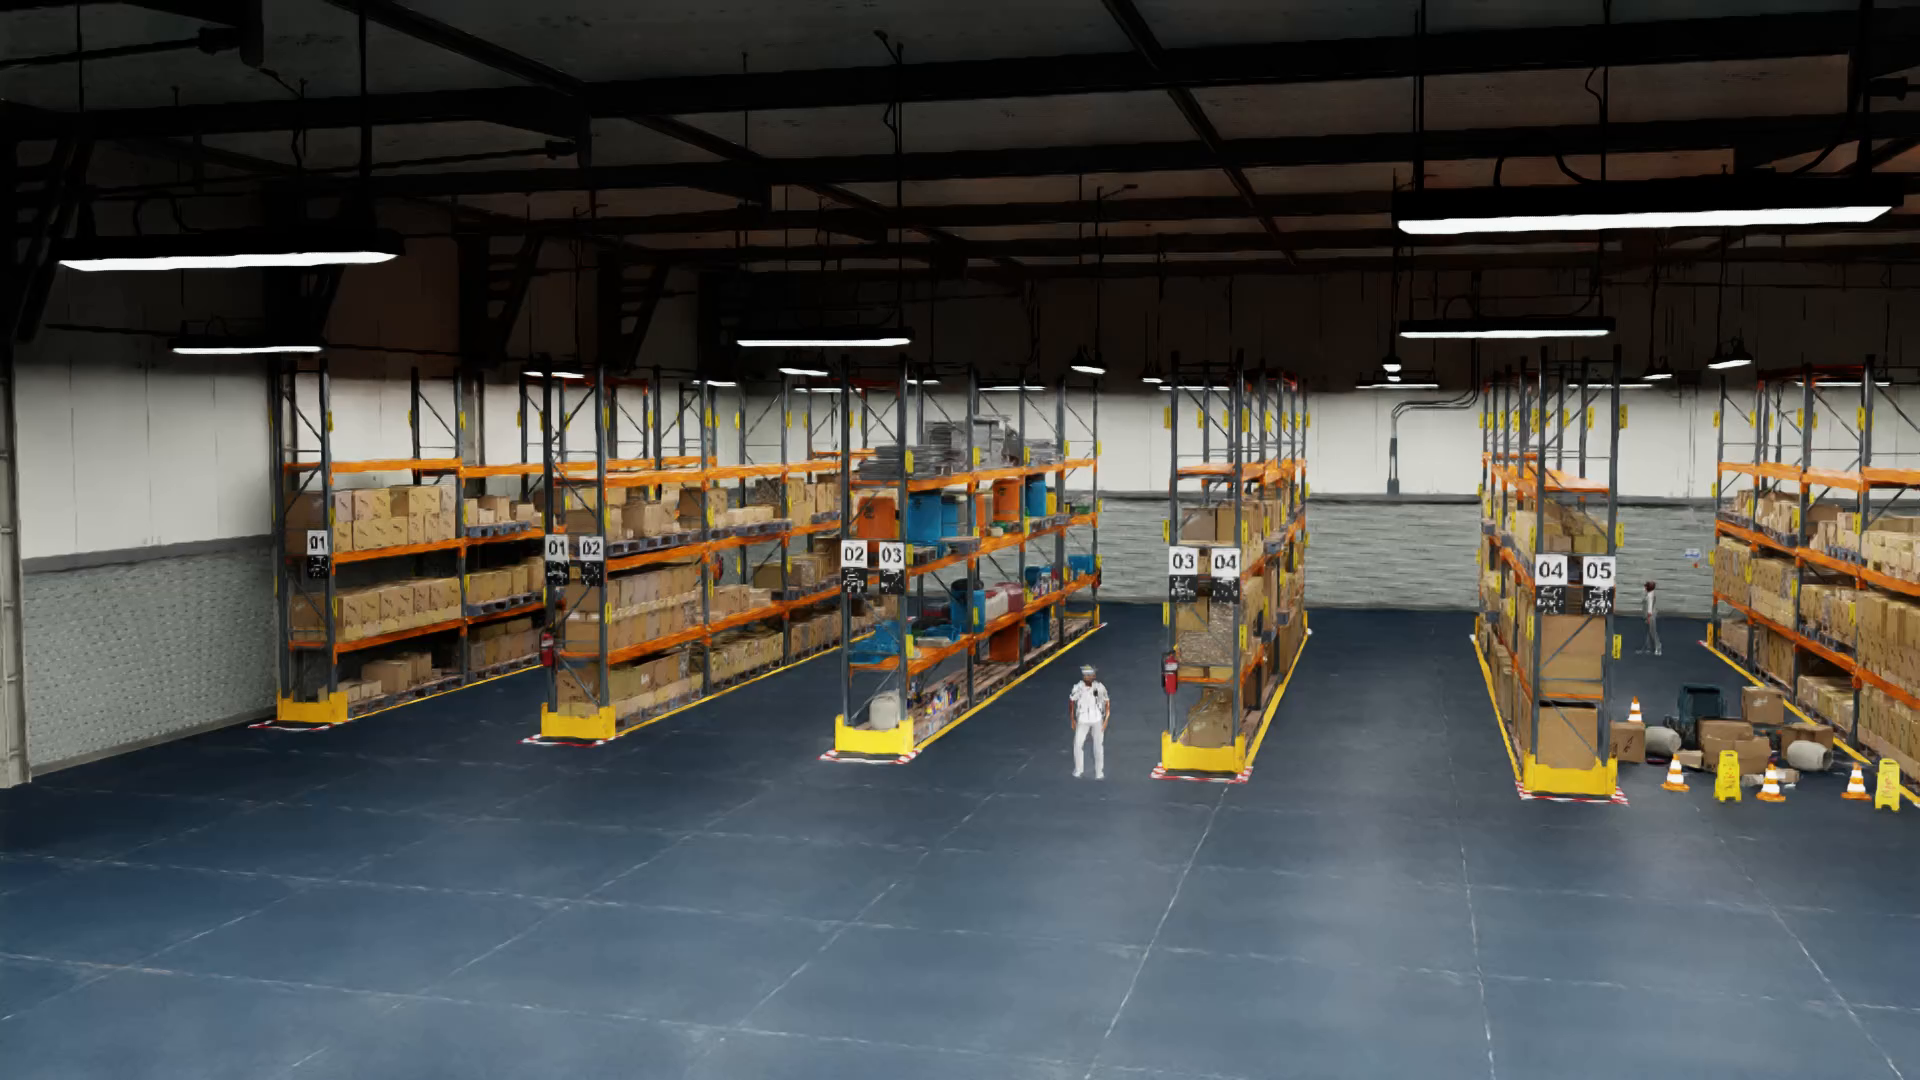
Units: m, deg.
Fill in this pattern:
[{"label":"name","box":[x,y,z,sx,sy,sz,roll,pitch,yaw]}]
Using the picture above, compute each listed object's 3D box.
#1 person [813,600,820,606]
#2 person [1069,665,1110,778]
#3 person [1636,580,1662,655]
[{"label":"person","box":[-3.647,1.147,41.845,0.611,1.665,0.636,3,5,40]},{"label":"person","box":[1.809,2.525,23.240,0.593,1.629,0.526,1,4,13]},{"label":"person","box":[14.740,1.646,35.534,0.530,1.587,0.607,2,4,23]}]
